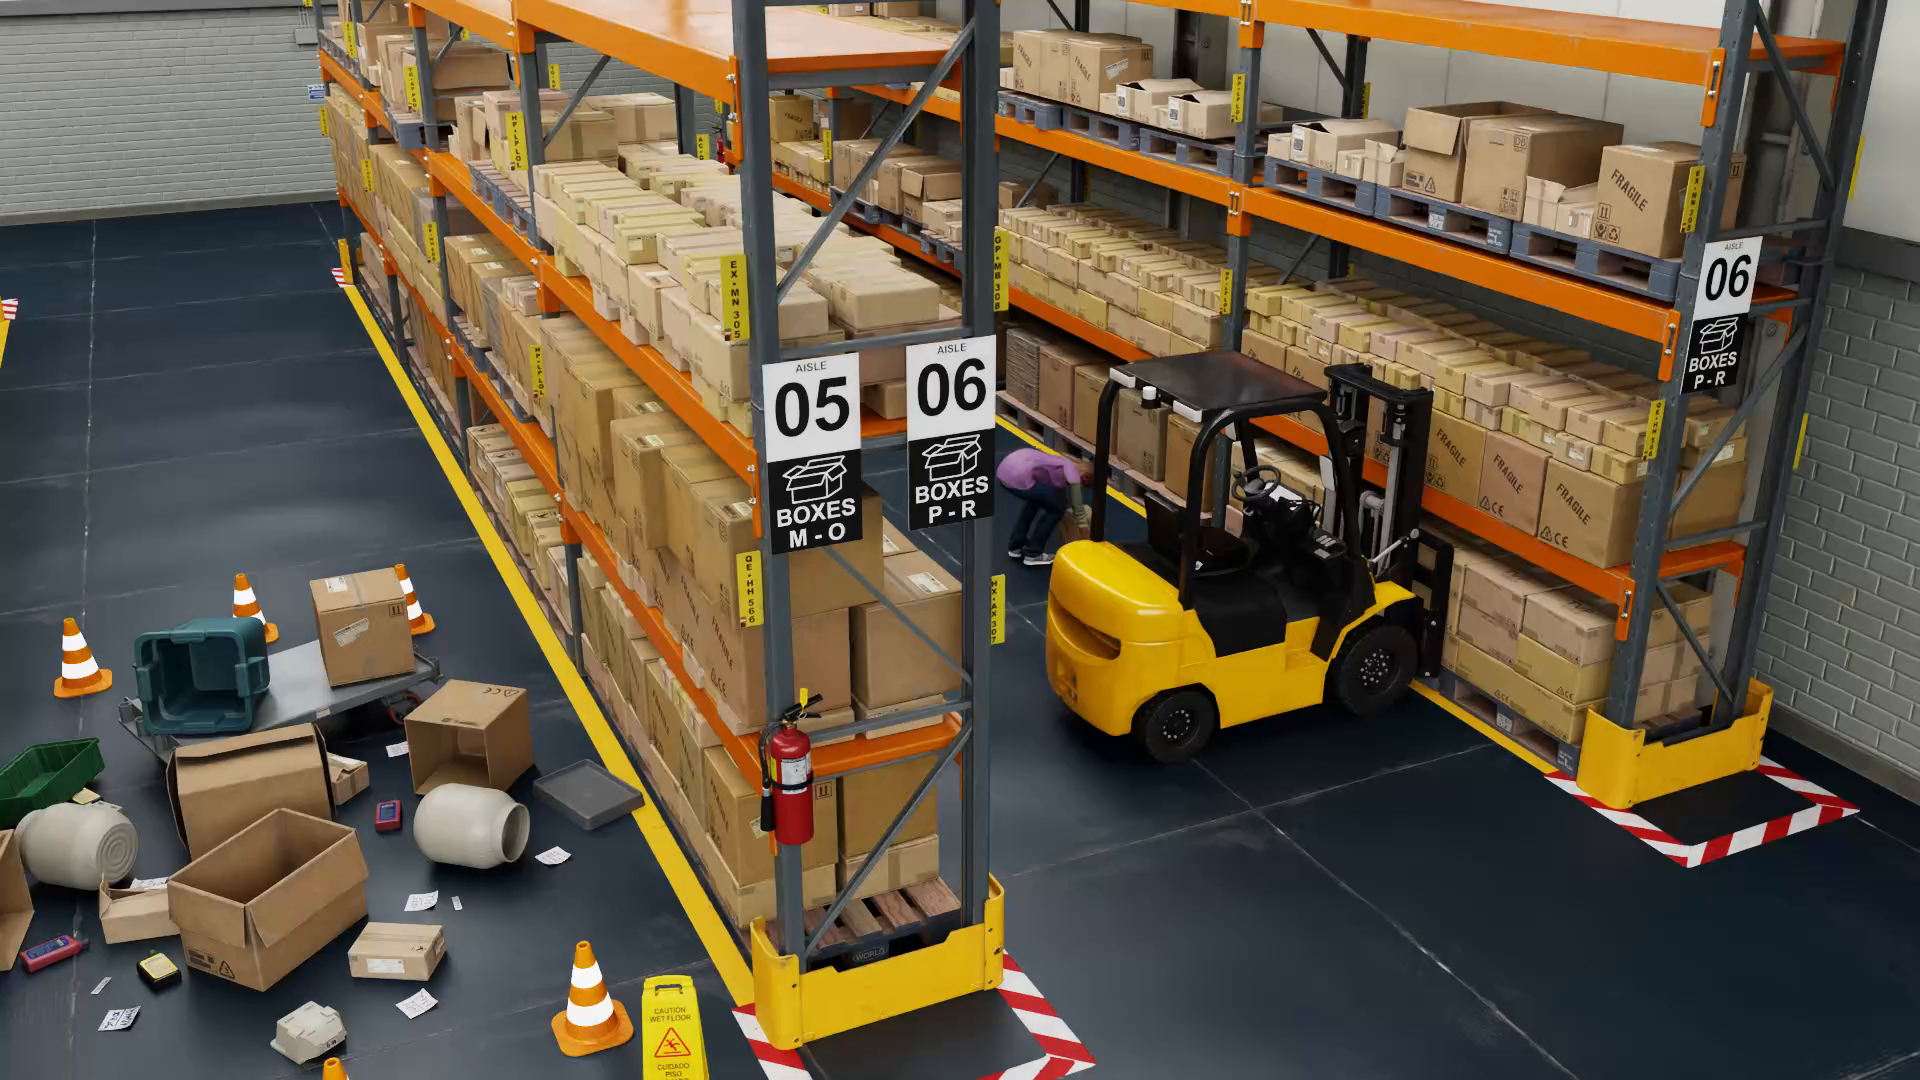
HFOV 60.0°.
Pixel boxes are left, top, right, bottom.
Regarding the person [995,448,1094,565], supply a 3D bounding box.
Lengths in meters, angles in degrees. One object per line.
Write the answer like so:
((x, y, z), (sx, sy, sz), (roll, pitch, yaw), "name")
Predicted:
((0.667, -0.284, 12.609), (0.855, 0.886, 0.419), (-12, 25, -26), "person")
